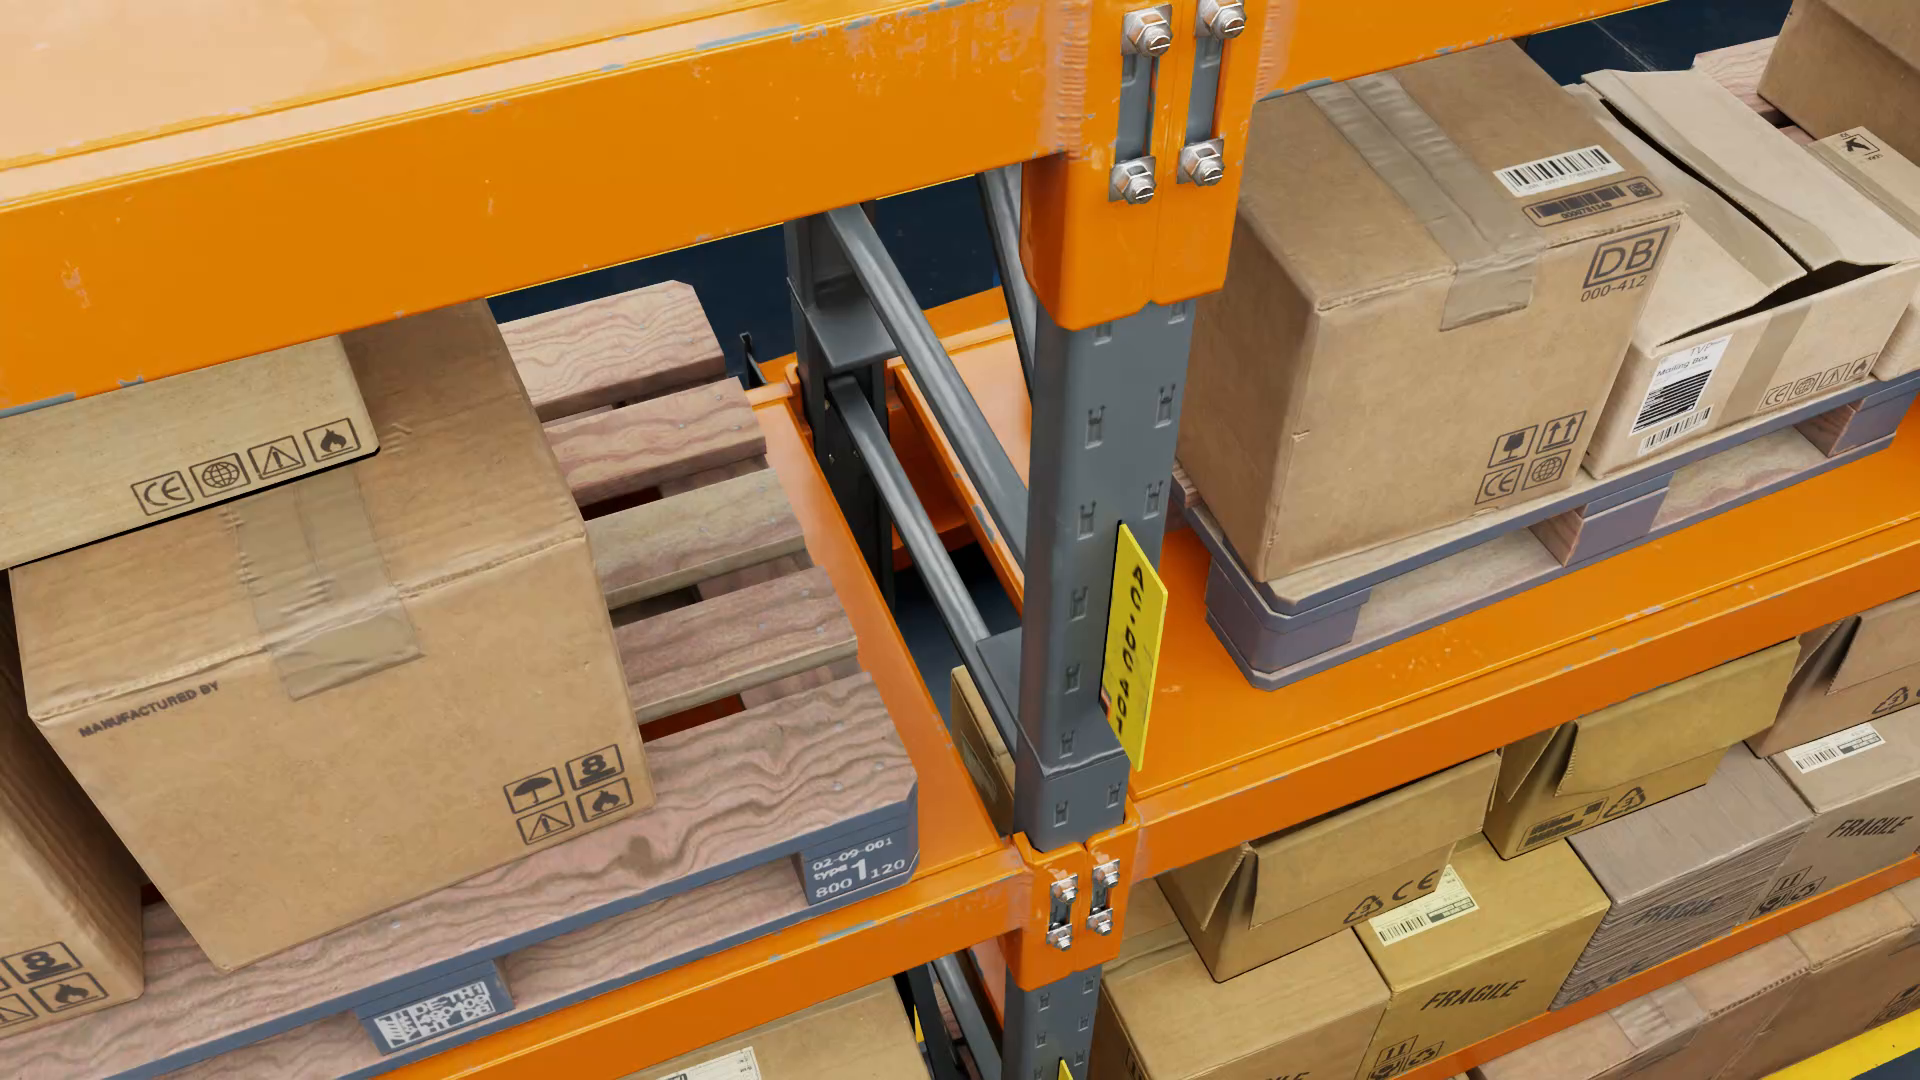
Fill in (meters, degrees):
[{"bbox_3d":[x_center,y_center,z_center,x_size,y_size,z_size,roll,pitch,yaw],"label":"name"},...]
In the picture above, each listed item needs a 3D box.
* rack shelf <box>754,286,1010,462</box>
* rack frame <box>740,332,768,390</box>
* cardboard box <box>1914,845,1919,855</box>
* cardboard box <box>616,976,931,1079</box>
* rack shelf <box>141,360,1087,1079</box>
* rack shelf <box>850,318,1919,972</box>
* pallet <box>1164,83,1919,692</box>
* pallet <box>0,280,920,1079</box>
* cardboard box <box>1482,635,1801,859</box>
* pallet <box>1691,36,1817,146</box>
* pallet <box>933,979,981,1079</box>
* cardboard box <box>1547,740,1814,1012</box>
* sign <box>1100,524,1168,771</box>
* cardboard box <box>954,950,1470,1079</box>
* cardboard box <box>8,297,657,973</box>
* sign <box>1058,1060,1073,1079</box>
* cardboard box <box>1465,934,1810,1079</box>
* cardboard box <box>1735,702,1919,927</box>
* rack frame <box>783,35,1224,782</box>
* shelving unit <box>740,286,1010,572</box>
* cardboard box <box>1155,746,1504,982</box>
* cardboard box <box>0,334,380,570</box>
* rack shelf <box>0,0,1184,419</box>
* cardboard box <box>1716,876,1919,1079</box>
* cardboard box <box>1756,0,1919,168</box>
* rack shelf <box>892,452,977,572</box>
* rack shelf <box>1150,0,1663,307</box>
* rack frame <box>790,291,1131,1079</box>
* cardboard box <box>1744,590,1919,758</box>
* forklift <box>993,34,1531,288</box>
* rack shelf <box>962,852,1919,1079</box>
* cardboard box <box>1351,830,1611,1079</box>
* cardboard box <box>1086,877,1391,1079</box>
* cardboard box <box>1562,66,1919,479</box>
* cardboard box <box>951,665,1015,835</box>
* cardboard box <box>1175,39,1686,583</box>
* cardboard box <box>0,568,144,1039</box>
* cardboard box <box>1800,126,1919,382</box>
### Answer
[{"bbox_3d":[-0.128,-0.486,5.540,1.000,0.278,0.538,-20,52,-17],"label":"rack shelf"},{"bbox_3d":[-0.585,-0.126,5.617,0.032,1.125,0.500,-20,52,-17],"label":"rack frame"},{"bbox_3d":[2.370,0.331,3.923,0.500,0.500,0.500,-19,52,-15],"label":"cardboard box"},{"bbox_3d":[-0.351,0.933,2.880,0.500,0.500,0.500,-16,51,-13],"label":"cardboard box"},{"bbox_3d":[-1.878,0.736,2.138,4.000,0.370,1.077,-17,52,-14],"label":"rack shelf"},{"bbox_3d":[1.825,-0.411,3.123,4.000,0.370,1.077,-17,52,-14],"label":"rack shelf"},{"bbox_3d":[0.804,-0.307,2.686,1.217,0.209,0.805,-19,52,-16],"label":"pallet"},{"bbox_3d":[-0.788,0.184,2.196,1.213,0.211,1.003,-17,52,-14],"label":"pallet"},{"bbox_3d":[1.202,0.168,3.401,0.637,0.503,0.797,-17,51,-14],"label":"cardboard box"},{"bbox_3d":[2.066,-0.613,2.946,1.213,0.211,1.003,-15,51,-13],"label":"pallet"},{"bbox_3d":[0.659,1.540,4.789,1.213,0.211,1.003,-17,52,-14],"label":"pallet"},{"bbox_3d":[1.422,0.628,3.667,0.500,0.500,0.500,-18,52,-15],"label":"cardboard box"},{"bbox_3d":[0.185,0.123,1.797,0.005,0.325,0.100,-17,52,-14],"label":"sign"},{"bbox_3d":[0.558,1.263,4.312,0.875,0.875,1.225,-17,51,-14],"label":"cardboard box"},{"bbox_3d":[-0.728,-0.007,1.893,0.500,0.500,0.700,-20,52,-16],"label":"cardboard box"},{"bbox_3d":[0.185,0.987,2.802,0.005,0.325,0.100,-17,52,-14],"label":"sign"},{"bbox_3d":[1.385,1.006,4.532,0.875,0.875,1.225,-19,52,-15],"label":"cardboard box"},{"bbox_3d":[1.899,0.476,3.798,0.500,0.500,0.500,-16,51,-14],"label":"cardboard box"},{"bbox_3d":[-0.026,-1.049,1.219,0.127,3.000,1.000,-17,52,-14],"label":"rack frame"},{"bbox_3d":[-0.128,-0.295,5.762,1.048,1.125,0.538,-20,52,-17],"label":"shelving unit"},{"bbox_3d":[0.562,0.357,3.239,0.637,0.503,0.797,-18,52,-15],"label":"cardboard box"},{"bbox_3d":[-0.900,-0.253,1.610,0.500,0.250,0.500,-20,52,-17],"label":"cardboard box"},{"bbox_3d":[-1.878,-0.111,1.151,4.000,0.370,1.077,-17,52,-14],"label":"rack shelf"},{"bbox_3d":[2.202,0.747,4.755,0.875,0.875,1.225,-17,51,-14],"label":"cardboard box"},{"bbox_3d":[1.793,-0.789,2.628,0.637,0.503,0.797,-18,52,-15],"label":"cardboard box"},{"bbox_3d":[-0.128,-0.136,5.948,1.000,0.278,0.538,-20,52,-17],"label":"rack shelf"},{"bbox_3d":[1.825,-1.258,2.137,4.000,0.370,1.077,-17,52,-14],"label":"rack shelf"},{"bbox_3d":[-0.026,0.905,3.495,0.127,3.000,1.000,-17,52,-14],"label":"rack frame"},{"bbox_3d":[1.771,-0.021,3.564,0.637,0.503,0.797,-16,51,-13],"label":"cardboard box"},{"bbox_3d":[1.660,-1.661,5.745,3.031,2.935,1.130,-21,53,-17],"label":"forklift"},{"bbox_3d":[1.825,0.566,4.261,4.000,0.370,1.077,-17,52,-14],"label":"rack shelf"},{"bbox_3d":[0.959,0.772,3.544,0.500,0.500,0.500,-17,51,-14],"label":"cardboard box"},{"bbox_3d":[0.494,0.916,3.420,0.500,0.500,0.500,-17,51,-14],"label":"cardboard box"},{"bbox_3d":[1.023,-0.431,2.448,0.500,0.311,0.500,-19,52,-15],"label":"cardboard box"},{"bbox_3d":[0.303,0.547,3.737,0.500,0.500,0.500,-17,51,-14],"label":"cardboard box"},{"bbox_3d":[0.507,-0.415,2.309,0.500,0.500,0.700,-16,51,-13],"label":"cardboard box"},{"bbox_3d":[-1.228,0.144,1.763,0.500,0.500,0.700,-15,51,-12],"label":"cardboard box"},{"bbox_3d":[1.409,-0.449,2.570,0.250,0.149,0.380,-19,52,-16],"label":"cardboard box"}]
